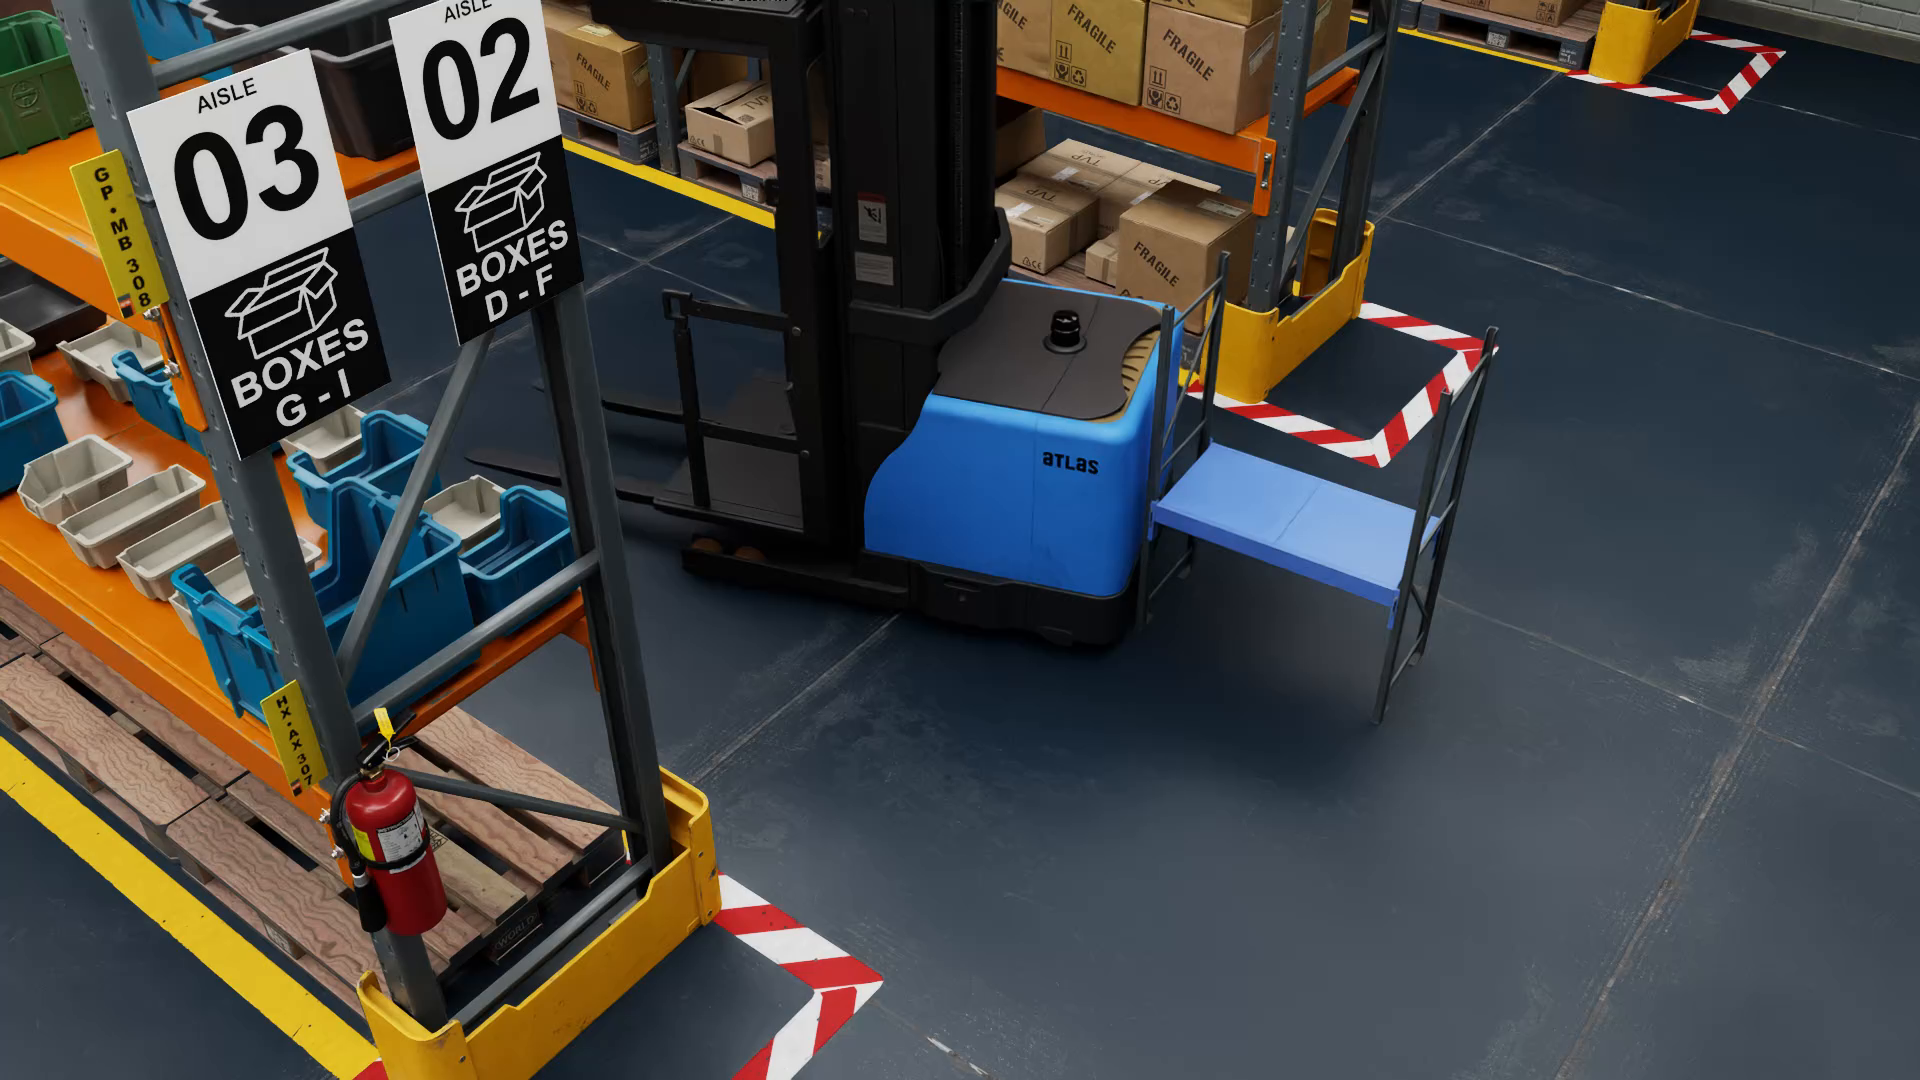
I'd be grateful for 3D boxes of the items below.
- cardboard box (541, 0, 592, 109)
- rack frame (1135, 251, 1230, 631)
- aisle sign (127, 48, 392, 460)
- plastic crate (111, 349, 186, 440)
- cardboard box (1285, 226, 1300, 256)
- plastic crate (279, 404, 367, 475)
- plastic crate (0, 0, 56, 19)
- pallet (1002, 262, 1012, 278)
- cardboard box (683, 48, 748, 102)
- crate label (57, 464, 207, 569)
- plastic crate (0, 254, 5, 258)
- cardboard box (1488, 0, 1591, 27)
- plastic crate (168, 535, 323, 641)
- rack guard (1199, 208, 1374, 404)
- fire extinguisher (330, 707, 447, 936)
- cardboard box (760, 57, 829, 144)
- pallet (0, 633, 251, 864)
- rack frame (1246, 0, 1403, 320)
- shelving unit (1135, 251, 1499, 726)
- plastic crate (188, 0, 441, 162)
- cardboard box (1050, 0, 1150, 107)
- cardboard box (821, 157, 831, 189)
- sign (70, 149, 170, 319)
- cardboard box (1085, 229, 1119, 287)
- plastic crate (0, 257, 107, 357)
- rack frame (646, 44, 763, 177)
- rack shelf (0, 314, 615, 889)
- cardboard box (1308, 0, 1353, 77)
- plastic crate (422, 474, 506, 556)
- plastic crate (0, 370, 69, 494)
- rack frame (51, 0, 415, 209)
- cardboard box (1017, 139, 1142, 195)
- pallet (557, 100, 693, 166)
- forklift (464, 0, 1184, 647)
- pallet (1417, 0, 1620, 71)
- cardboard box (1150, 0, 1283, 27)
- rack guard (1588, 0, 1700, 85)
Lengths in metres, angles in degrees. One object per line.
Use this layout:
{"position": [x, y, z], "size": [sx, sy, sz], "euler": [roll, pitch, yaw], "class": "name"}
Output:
{"position": [-2.421, -3.069, 10.407], "size": [0.500, 0.500, 0.500], "euler": [25, 45, 29], "class": "cardboard box"}
{"position": [0.859, -0.353, 6.484], "size": [0.032, 1.500, 0.500], "euler": [21, 43, 25], "class": "rack frame"}
{"position": [-1.423, -0.577, 3.445], "size": [0.004, 0.787, 0.394], "euler": [25, 45, 29], "class": "aisle sign"}
{"position": [-2.583, -0.541, 5.595], "size": [0.300, 0.233, 0.416], "euler": [25, 45, 29], "class": "plastic crate"}
{"position": [1.586, -1.524, 8.719], "size": [0.250, 0.149, 0.380], "euler": [25, 45, 29], "class": "cardboard box"}
{"position": [-2.042, -0.312, 5.381], "size": [0.298, 0.136, 0.250], "euler": [25, 45, 29], "class": "plastic crate"}
{"position": [-2.349, -1.587, 4.462], "size": [0.767, 0.338, 0.504], "euler": [25, 45, 29], "class": "plastic crate"}
{"position": [0.051, -1.834, 9.421], "size": [1.213, 0.211, 1.003], "euler": [25, 45, 29], "class": "pallet"}
{"position": [-1.703, -3.136, 10.493], "size": [0.500, 0.500, 0.500], "euler": [23, 44, 27], "class": "cardboard box"}
{"position": [-2.518, -0.069, 5.070], "size": [0.243, 0.136, 0.396], "euler": [25, 45, 29], "class": "crate label"}
{"position": [-3.901, -1.232, 6.354], "size": [0.575, 0.384, 0.392], "euler": [25, 45, 29], "class": "plastic crate"}
{"position": [4.100, -3.969, 11.574], "size": [0.500, 0.500, 0.700], "euler": [25, 45, 29], "class": "cardboard box"}
{"position": [-2.060, 0.139, 4.804], "size": [0.243, 0.136, 0.396], "euler": [25, 45, 29], "class": "plastic crate"}
{"position": [1.650, -1.192, 8.367], "size": [0.348, 0.500, 1.175], "euler": [25, 45, 29], "class": "rack guard"}
{"position": [-1.459, 0.732, 4.247], "size": [0.183, 0.674, 0.296], "euler": [25, 45, 29], "class": "fire extinguisher"}
{"position": [-0.842, -2.761, 10.014], "size": [0.500, 0.500, 0.500], "euler": [25, 45, 29], "class": "cardboard box"}
{"position": [-2.899, 0.589, 6.327], "size": [1.213, 0.211, 1.003], "euler": [25, 45, 29], "class": "pallet"}
{"position": [1.710, -2.148, 7.561], "size": [0.127, 3.000, 1.000], "euler": [25, 45, 29], "class": "rack frame"}
{"position": [1.289, -0.185, 6.270], "size": [1.048, 1.500, 0.538], "euler": [21, 43, 25], "class": "shelving unit"}
{"position": [-1.439, -1.134, 3.938], "size": [0.590, 0.269, 0.497], "euler": [25, 45, 29], "class": "plastic crate"}
{"position": [0.775, -2.415, 7.820], "size": [0.500, 0.500, 0.500], "euler": [26, 45, 29], "class": "cardboard box"}
{"position": [-0.572, -2.122, 9.468], "size": [0.250, 0.166, 0.380], "euler": [25, 45, 29], "class": "cardboard box"}
{"position": [-1.624, -0.589, 3.220], "size": [0.005, 0.325, 0.100], "euler": [25, 45, 29], "class": "sign"}
{"position": [0.861, -1.485, 8.654], "size": [0.250, 0.166, 0.380], "euler": [25, 45, 29], "class": "cardboard box"}
{"position": [-3.427, -0.850, 6.077], "size": [0.590, 0.125, 0.437], "euler": [25, 45, 29], "class": "plastic crate"}
{"position": [-1.467, -3.646, 9.474], "size": [0.127, 3.000, 1.000], "euler": [25, 45, 29], "class": "rack frame"}
{"position": [-2.891, -0.190, 5.643], "size": [4.000, 0.370, 1.077], "euler": [25, 45, 29], "class": "rack shelf"}
{"position": [1.518, -2.483, 7.907], "size": [0.500, 0.500, 0.500], "euler": [26, 45, 29], "class": "cardboard box"}
{"position": [-1.503, -0.058, 5.056], "size": [0.298, 0.136, 0.250], "euler": [25, 45, 29], "class": "plastic crate"}
{"position": [-3.089, -0.325, 5.319], "size": [0.300, 0.233, 0.416], "euler": [25, 45, 29], "class": "plastic crate"}
{"position": [-1.302, -2.086, 2.615], "size": [0.127, 3.000, 1.000], "euler": [25, 45, 29], "class": "rack frame"}
{"position": [0.656, -1.956, 9.188], "size": [0.500, 0.250, 0.500], "euler": [25, 45, 29], "class": "cardboard box"}
{"position": [-2.136, -2.834, 10.699], "size": [1.213, 0.211, 1.003], "euler": [25, 45, 29], "class": "pallet"}
{"position": [-0.657, -1.257, 6.477], "size": [3.031, 2.935, 1.130], "euler": [11, 39, 14], "class": "forklift"}
{"position": [4.034, -3.738, 11.854], "size": [1.213, 0.211, 1.003], "euler": [25, 45, 29], "class": "pallet"}
{"position": [1.189, -2.613, 7.262], "size": [0.500, 0.500, 0.500], "euler": [25, 44, 28], "class": "cardboard box"}
{"position": [4.736, -3.582, 11.419], "size": [0.348, 0.500, 1.175], "euler": [25, 45, 29], "class": "rack guard"}
